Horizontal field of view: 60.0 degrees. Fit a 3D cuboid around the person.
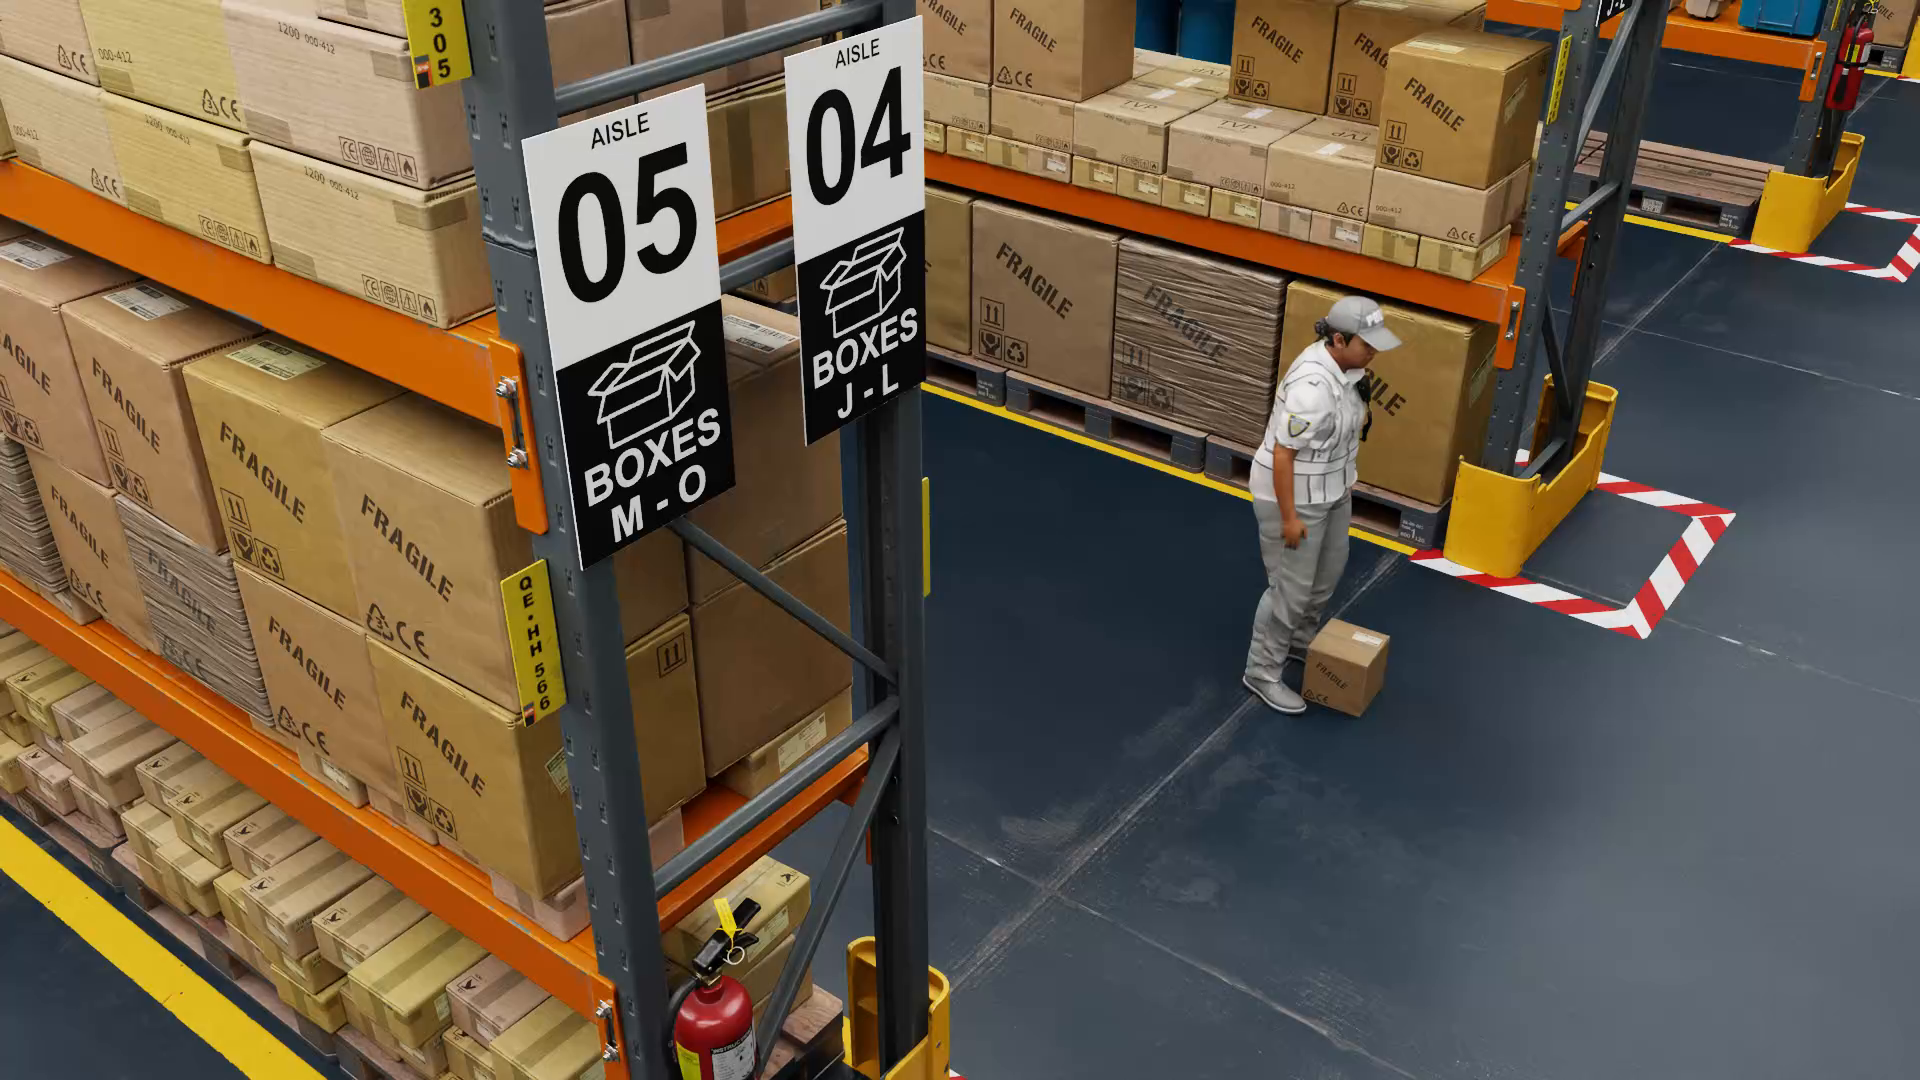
[{"bbox_3d":[1.366,-0.162,6.396,0.471,1.666,0.543,21,37,31],"label":"person"}]
